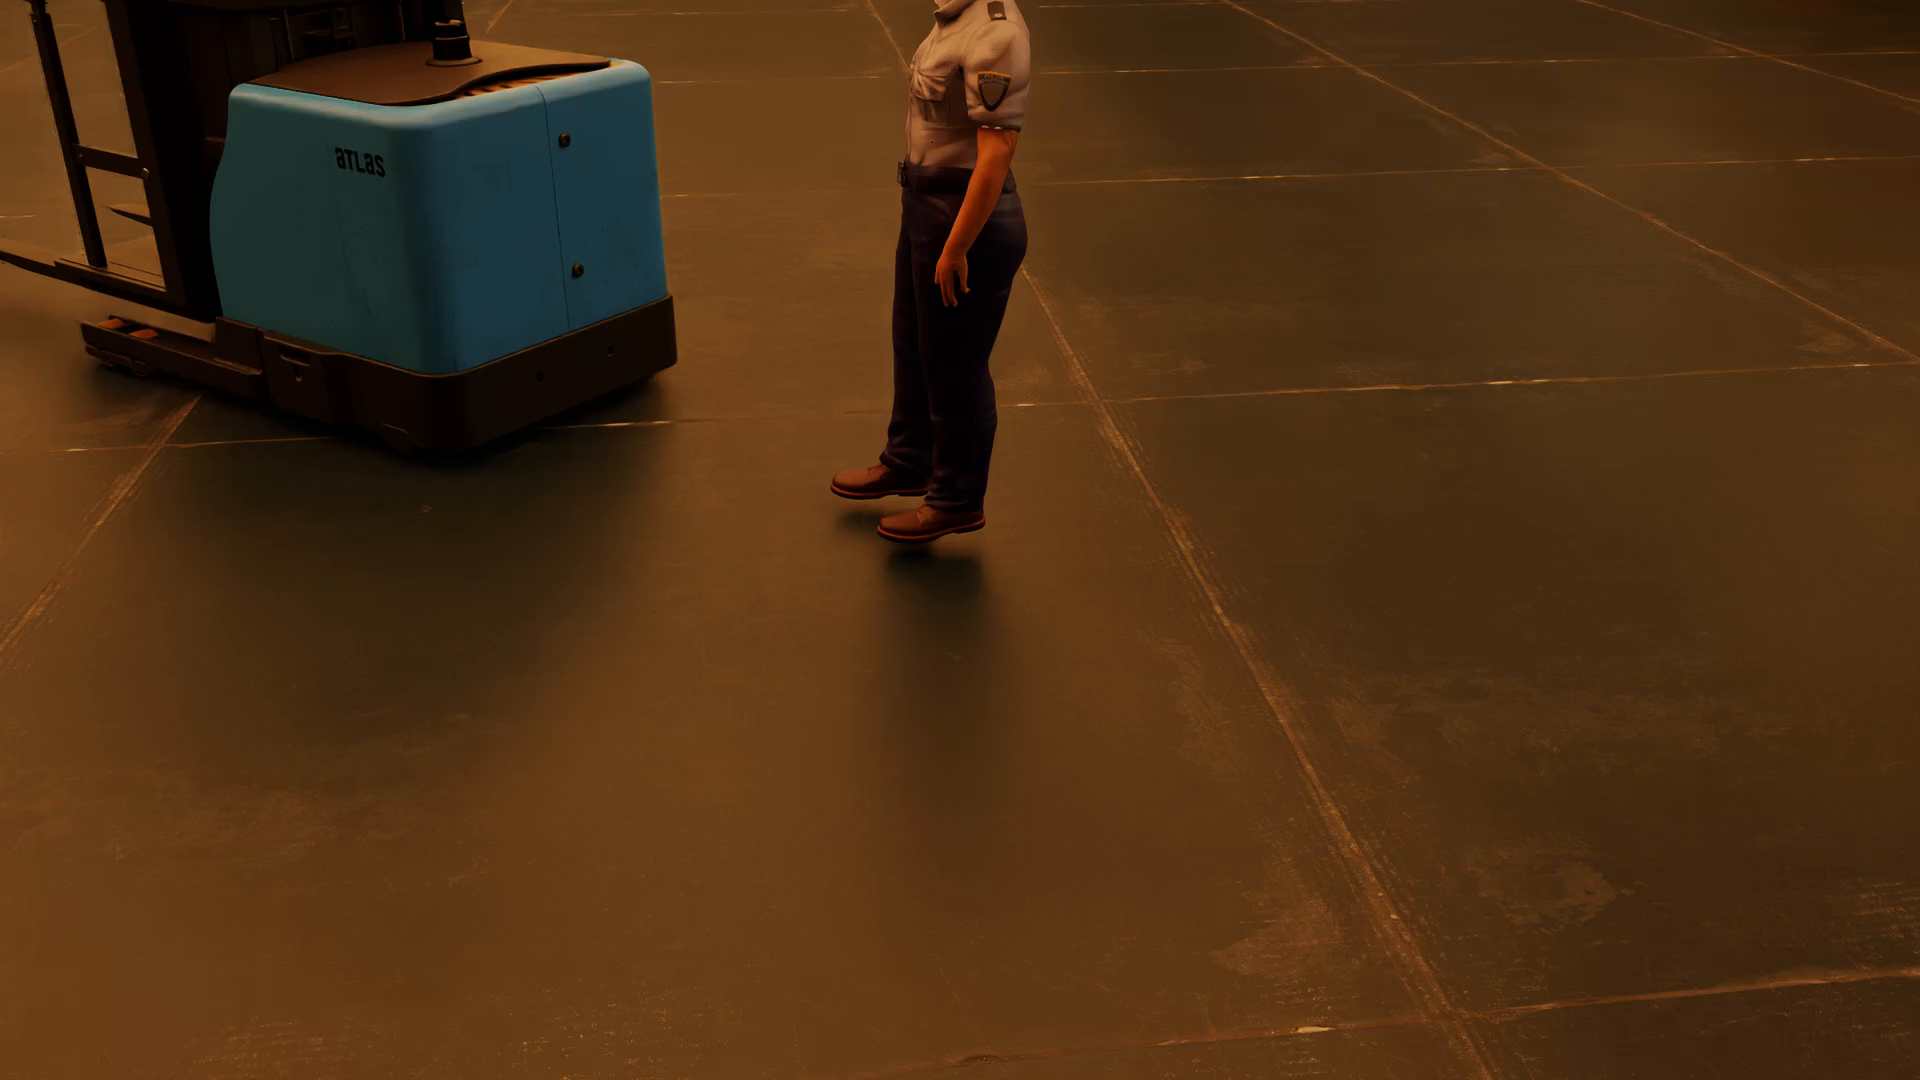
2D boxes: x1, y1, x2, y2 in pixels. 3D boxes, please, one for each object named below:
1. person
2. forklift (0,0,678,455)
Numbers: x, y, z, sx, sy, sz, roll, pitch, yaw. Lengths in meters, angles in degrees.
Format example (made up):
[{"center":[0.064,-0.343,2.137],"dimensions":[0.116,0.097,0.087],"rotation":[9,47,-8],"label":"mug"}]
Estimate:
[{"center":[-0.091,-0.786,4.239],"dimensions":[0.503,1.642,0.599],"rotation":[-3,26,-7],"label":"person"},{"center":[-2.480,-2.058,5.499],"dimensions":[3.031,2.935,1.130],"rotation":[16,30,30],"label":"forklift"}]
